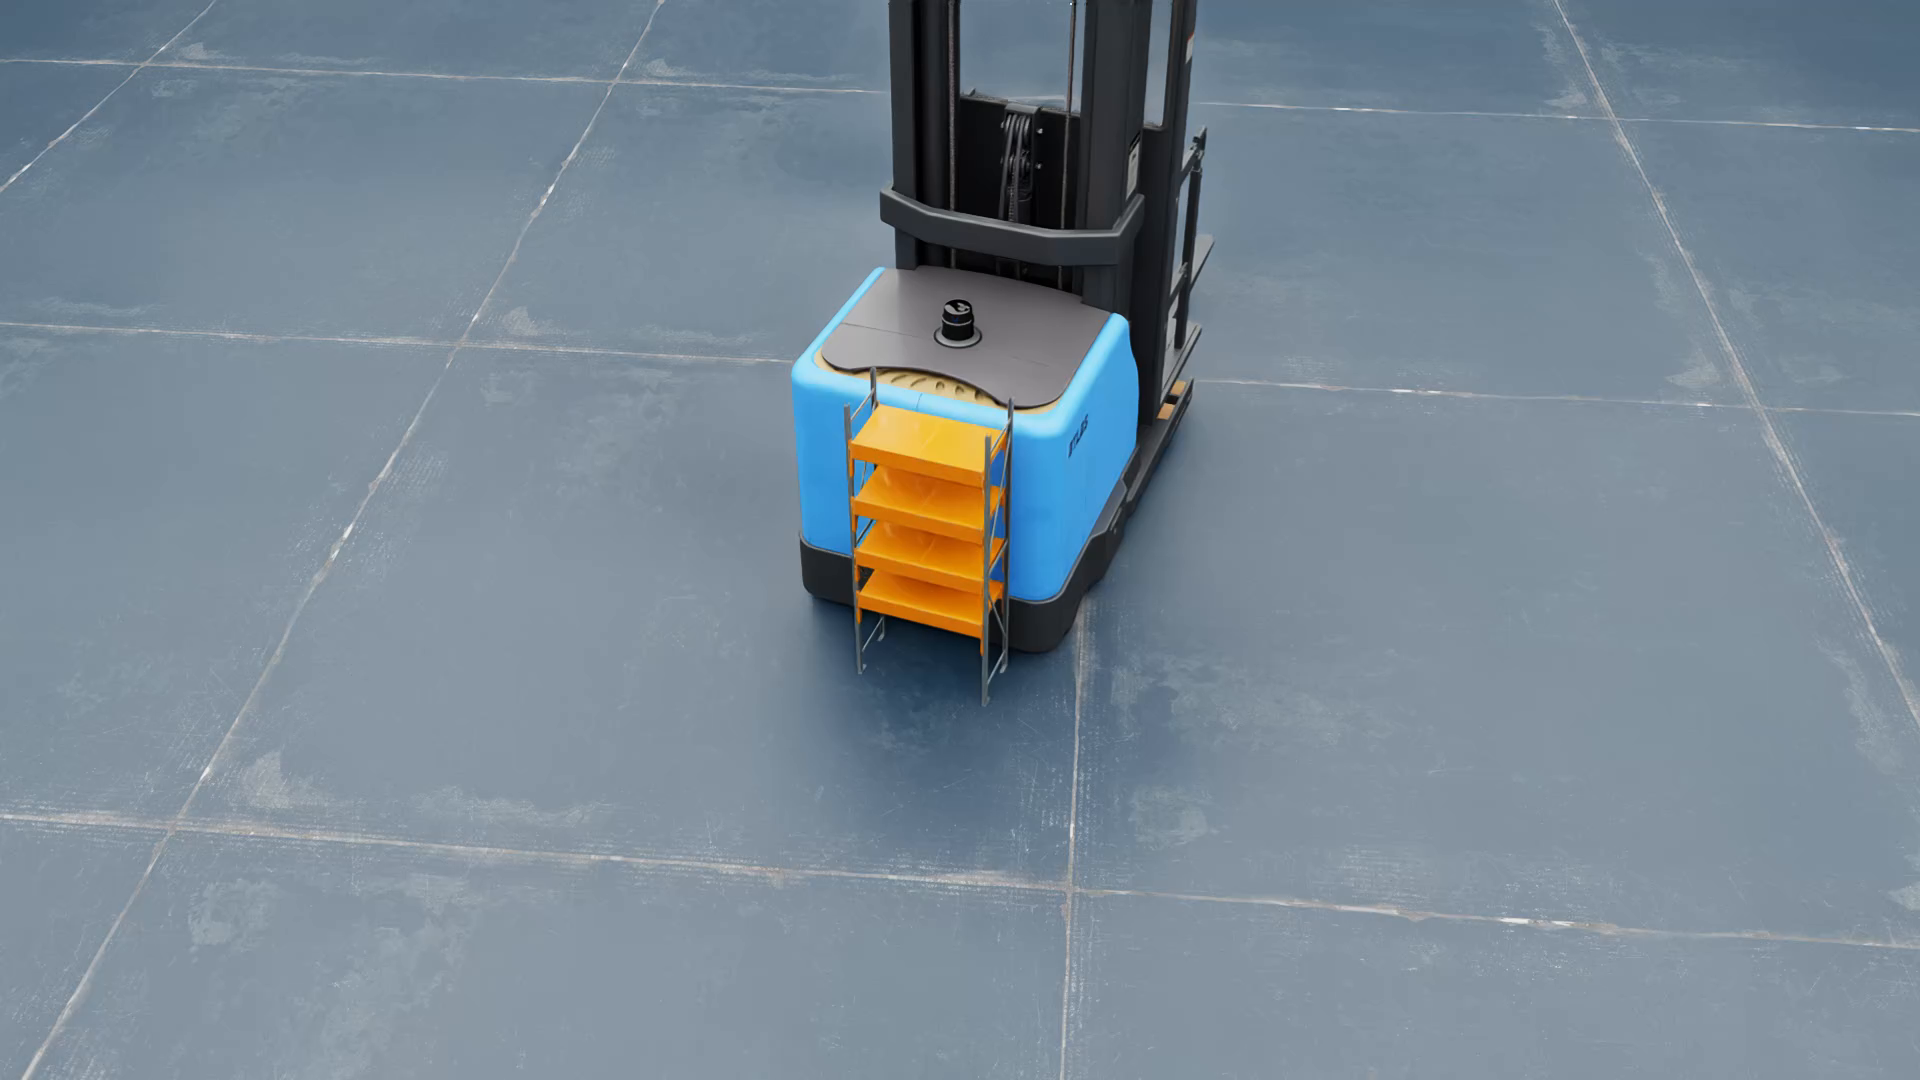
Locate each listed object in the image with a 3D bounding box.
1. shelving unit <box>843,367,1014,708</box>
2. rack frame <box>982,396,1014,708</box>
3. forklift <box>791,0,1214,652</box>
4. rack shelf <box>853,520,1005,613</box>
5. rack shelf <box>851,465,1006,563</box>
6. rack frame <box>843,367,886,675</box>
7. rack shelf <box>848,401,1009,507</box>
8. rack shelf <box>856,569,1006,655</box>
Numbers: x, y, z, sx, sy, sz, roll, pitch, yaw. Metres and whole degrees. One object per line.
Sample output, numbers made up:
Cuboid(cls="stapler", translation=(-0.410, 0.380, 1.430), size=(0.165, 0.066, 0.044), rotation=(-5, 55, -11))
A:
Cuboid(cls="shelving unit", translation=(-0.101, 0.015, 5.781), size=(0.503, 1.200, 0.258), rotation=(13, 41, 16))
Cuboid(cls="rack frame", translation=(0.128, 0.069, 5.714), size=(0.015, 1.200, 0.240), rotation=(13, 41, 16))
Cuboid(cls="forklift", translation=(0.396, -1.658, 6.465), size=(1.130, 2.935, 3.031), rotation=(14, 41, 16))
Cuboid(cls="rack shelf", translation=(-0.101, 0.067, 5.824), size=(0.480, 0.148, 0.258), rotation=(13, 41, 16))
Cuboid(cls="rack shelf", translation=(-0.101, -0.106, 5.682), size=(0.480, 0.148, 0.258), rotation=(13, 41, 16))
Cuboid(cls="rack frame", translation=(-0.329, -0.039, 5.848), size=(0.015, 1.200, 0.240), rotation=(13, 41, 16))
Cuboid(cls="rack shelf", translation=(-0.101, -0.290, 5.533), size=(0.480, 0.148, 0.258), rotation=(13, 41, 16))
Cuboid(cls="rack shelf", translation=(-0.101, 0.221, 5.949), size=(0.480, 0.148, 0.258), rotation=(13, 41, 16))
